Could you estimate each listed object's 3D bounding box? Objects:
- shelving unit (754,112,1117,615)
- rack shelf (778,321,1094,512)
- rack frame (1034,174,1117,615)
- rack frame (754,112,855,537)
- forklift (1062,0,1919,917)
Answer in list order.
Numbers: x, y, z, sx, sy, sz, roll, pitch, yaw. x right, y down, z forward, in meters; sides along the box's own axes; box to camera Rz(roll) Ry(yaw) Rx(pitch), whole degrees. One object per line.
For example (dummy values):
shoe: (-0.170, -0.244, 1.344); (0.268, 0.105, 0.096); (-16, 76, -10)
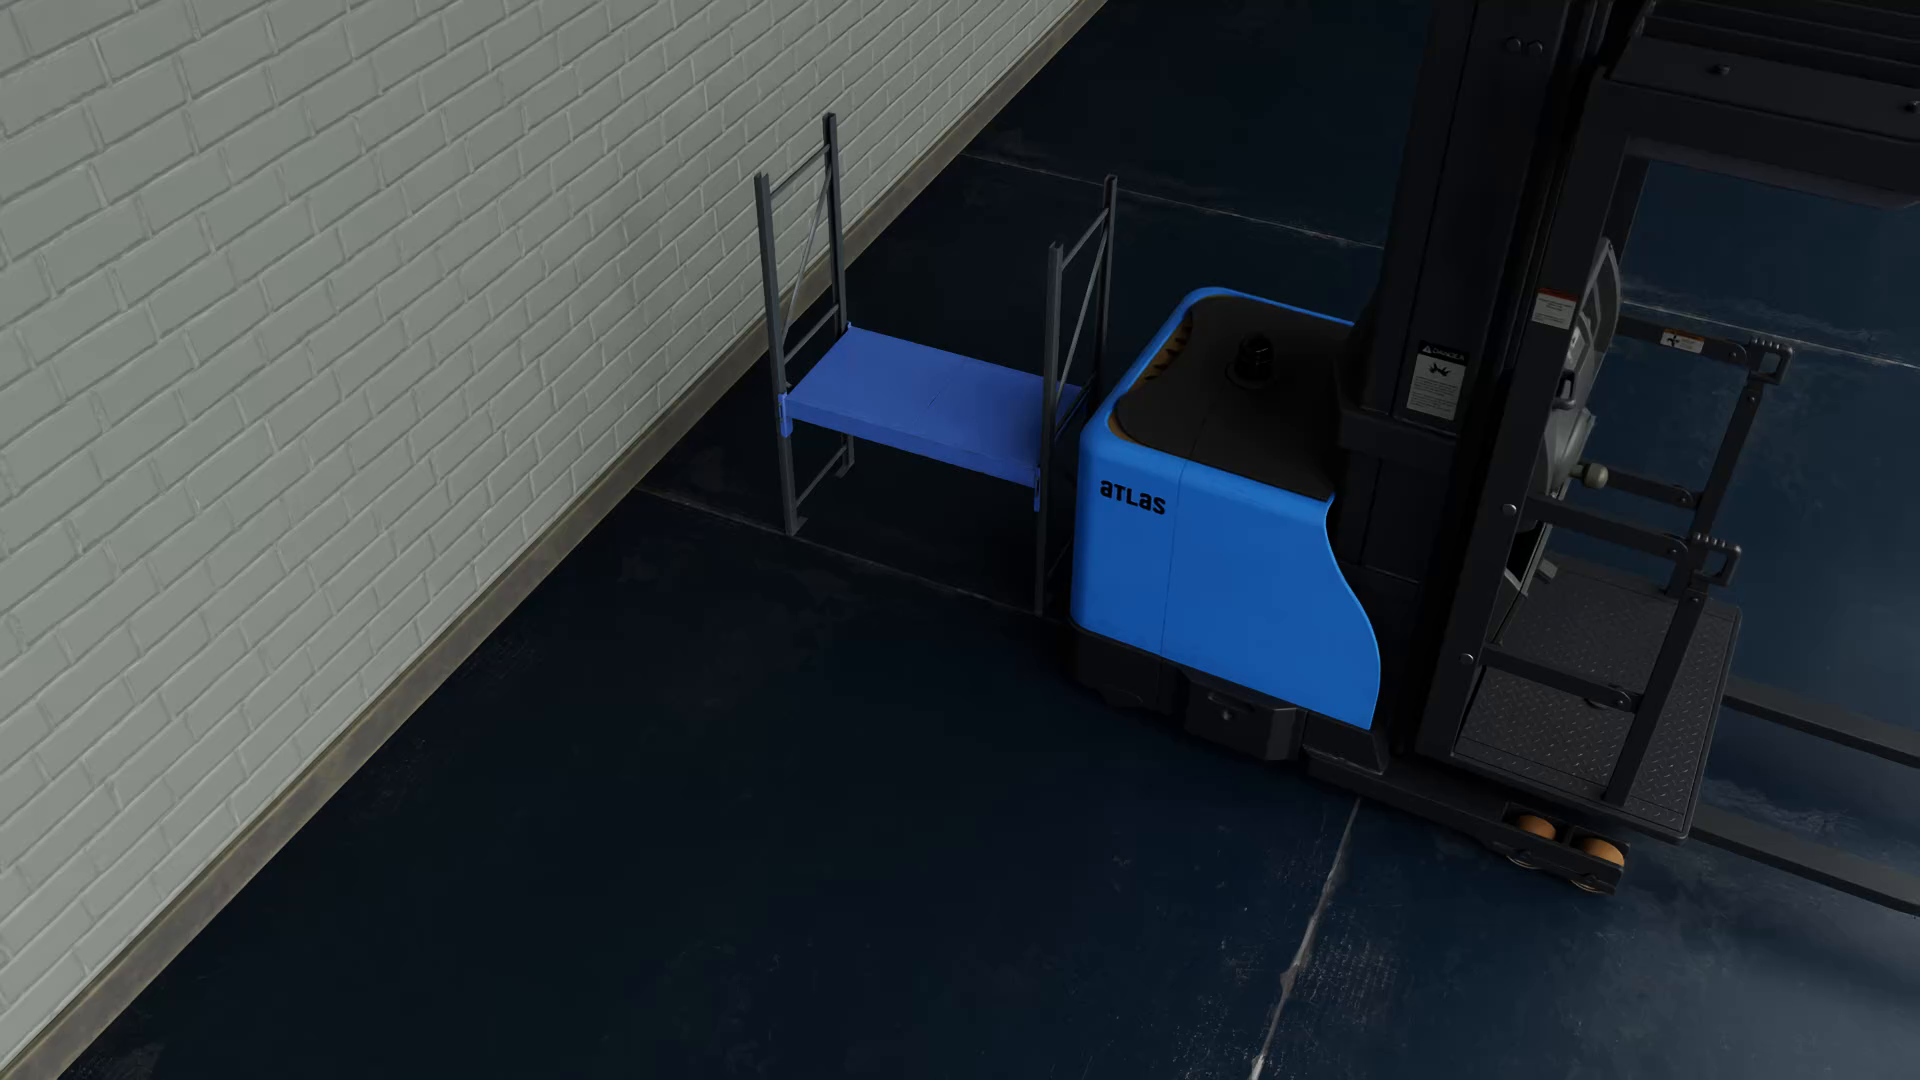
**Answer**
shelving unit: (-0.077, -0.590, 5.786); (1.048, 1.500, 0.538); (17, 44, 19)
rack shelf: (-0.077, -0.454, 5.904); (1.000, 0.185, 0.538); (17, 44, 19)
rack frame: (0.383, -0.450, 5.624); (0.032, 1.500, 0.500); (17, 44, 19)
rack frame: (-0.538, -0.731, 5.948); (0.032, 1.500, 0.500); (17, 44, 19)
forklift: (1.894, -0.445, 4.526); (3.031, 2.935, 1.130); (19, 44, 21)
